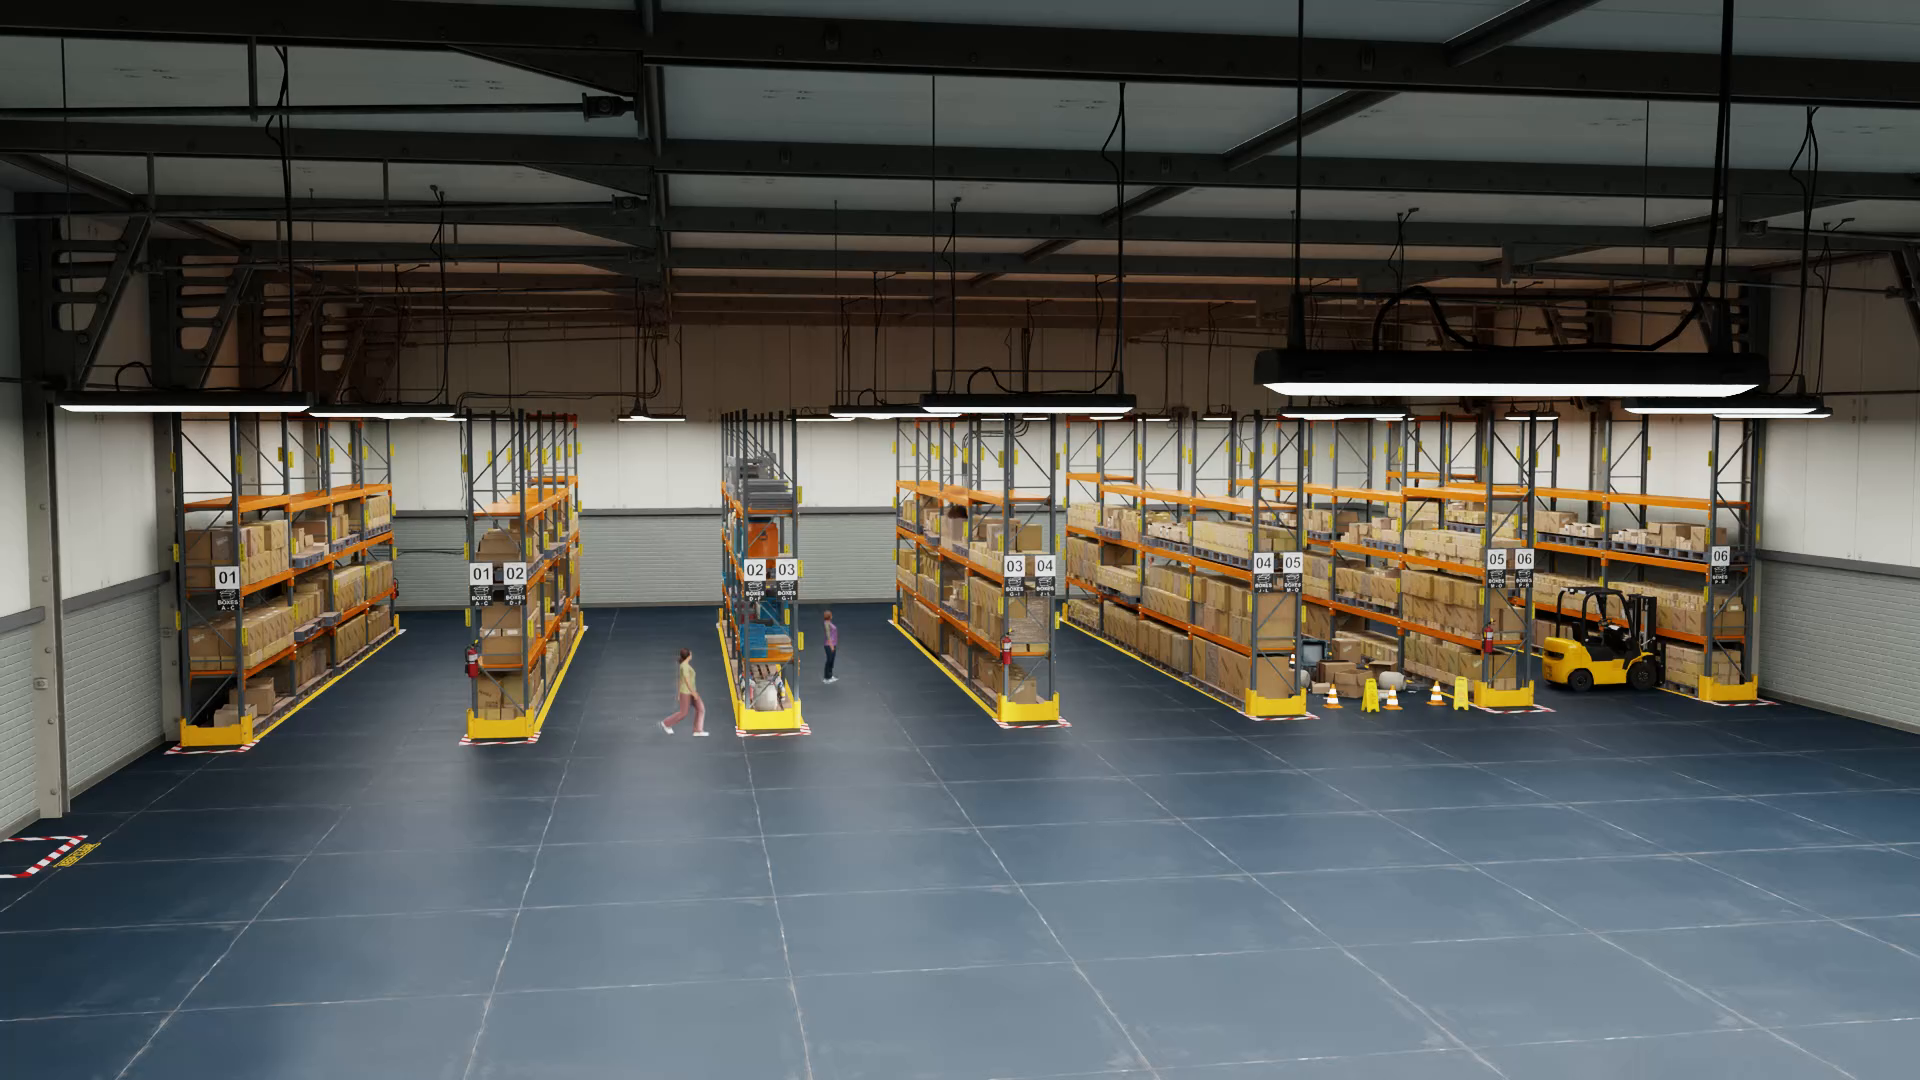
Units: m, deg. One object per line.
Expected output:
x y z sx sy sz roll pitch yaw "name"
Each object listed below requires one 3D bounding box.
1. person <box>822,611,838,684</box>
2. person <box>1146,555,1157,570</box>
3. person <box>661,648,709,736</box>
-2.876 2.372 36.896 0.350 1.630 0.522 1 4 18 "person"
5.957 1.281 52.087 0.428 1.602 0.398 -2 4 -26 "person"
-5.026 2.779 30.374 0.877 1.617 0.417 1 4 17 "person"
